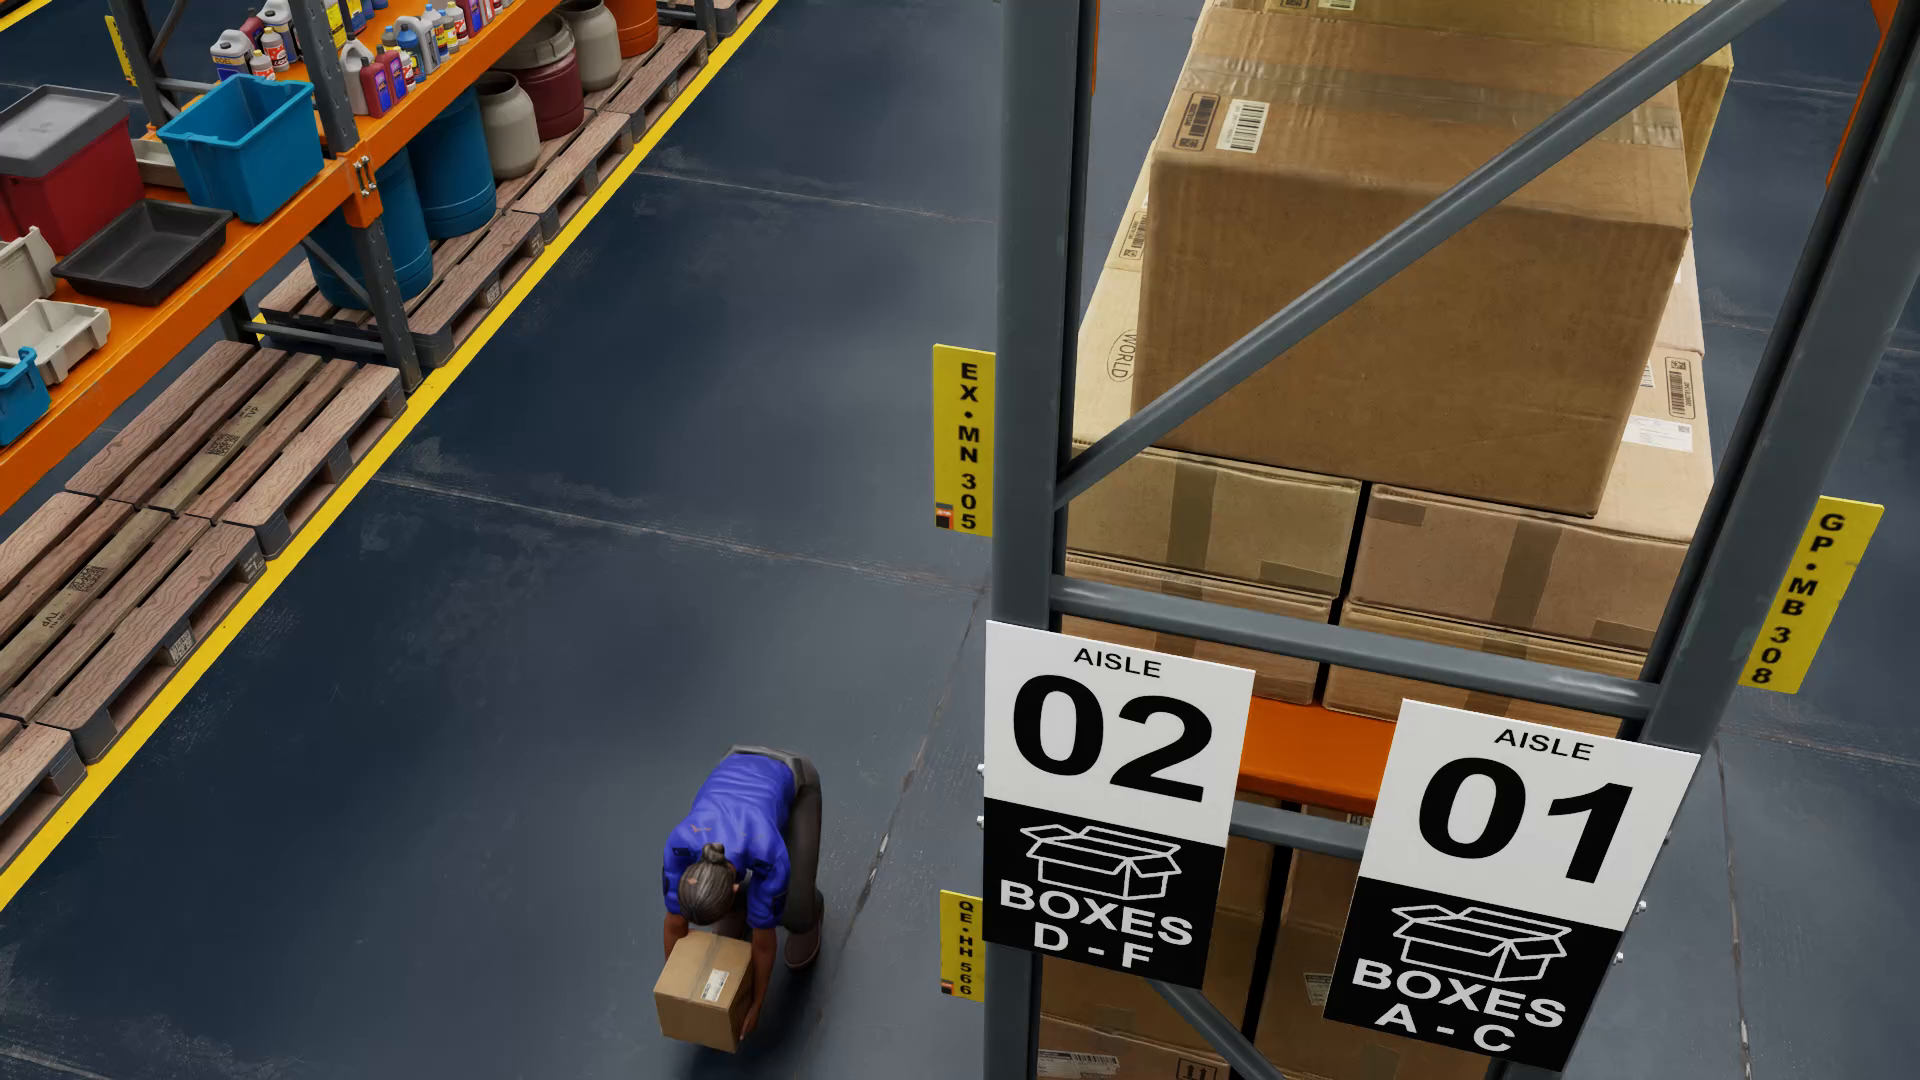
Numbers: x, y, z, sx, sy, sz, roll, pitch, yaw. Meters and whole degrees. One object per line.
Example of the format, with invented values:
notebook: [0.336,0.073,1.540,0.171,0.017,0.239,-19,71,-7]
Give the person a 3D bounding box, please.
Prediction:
person: [-0.703,1.115,5.436,0.472,0.946,0.860,8,42,9]
